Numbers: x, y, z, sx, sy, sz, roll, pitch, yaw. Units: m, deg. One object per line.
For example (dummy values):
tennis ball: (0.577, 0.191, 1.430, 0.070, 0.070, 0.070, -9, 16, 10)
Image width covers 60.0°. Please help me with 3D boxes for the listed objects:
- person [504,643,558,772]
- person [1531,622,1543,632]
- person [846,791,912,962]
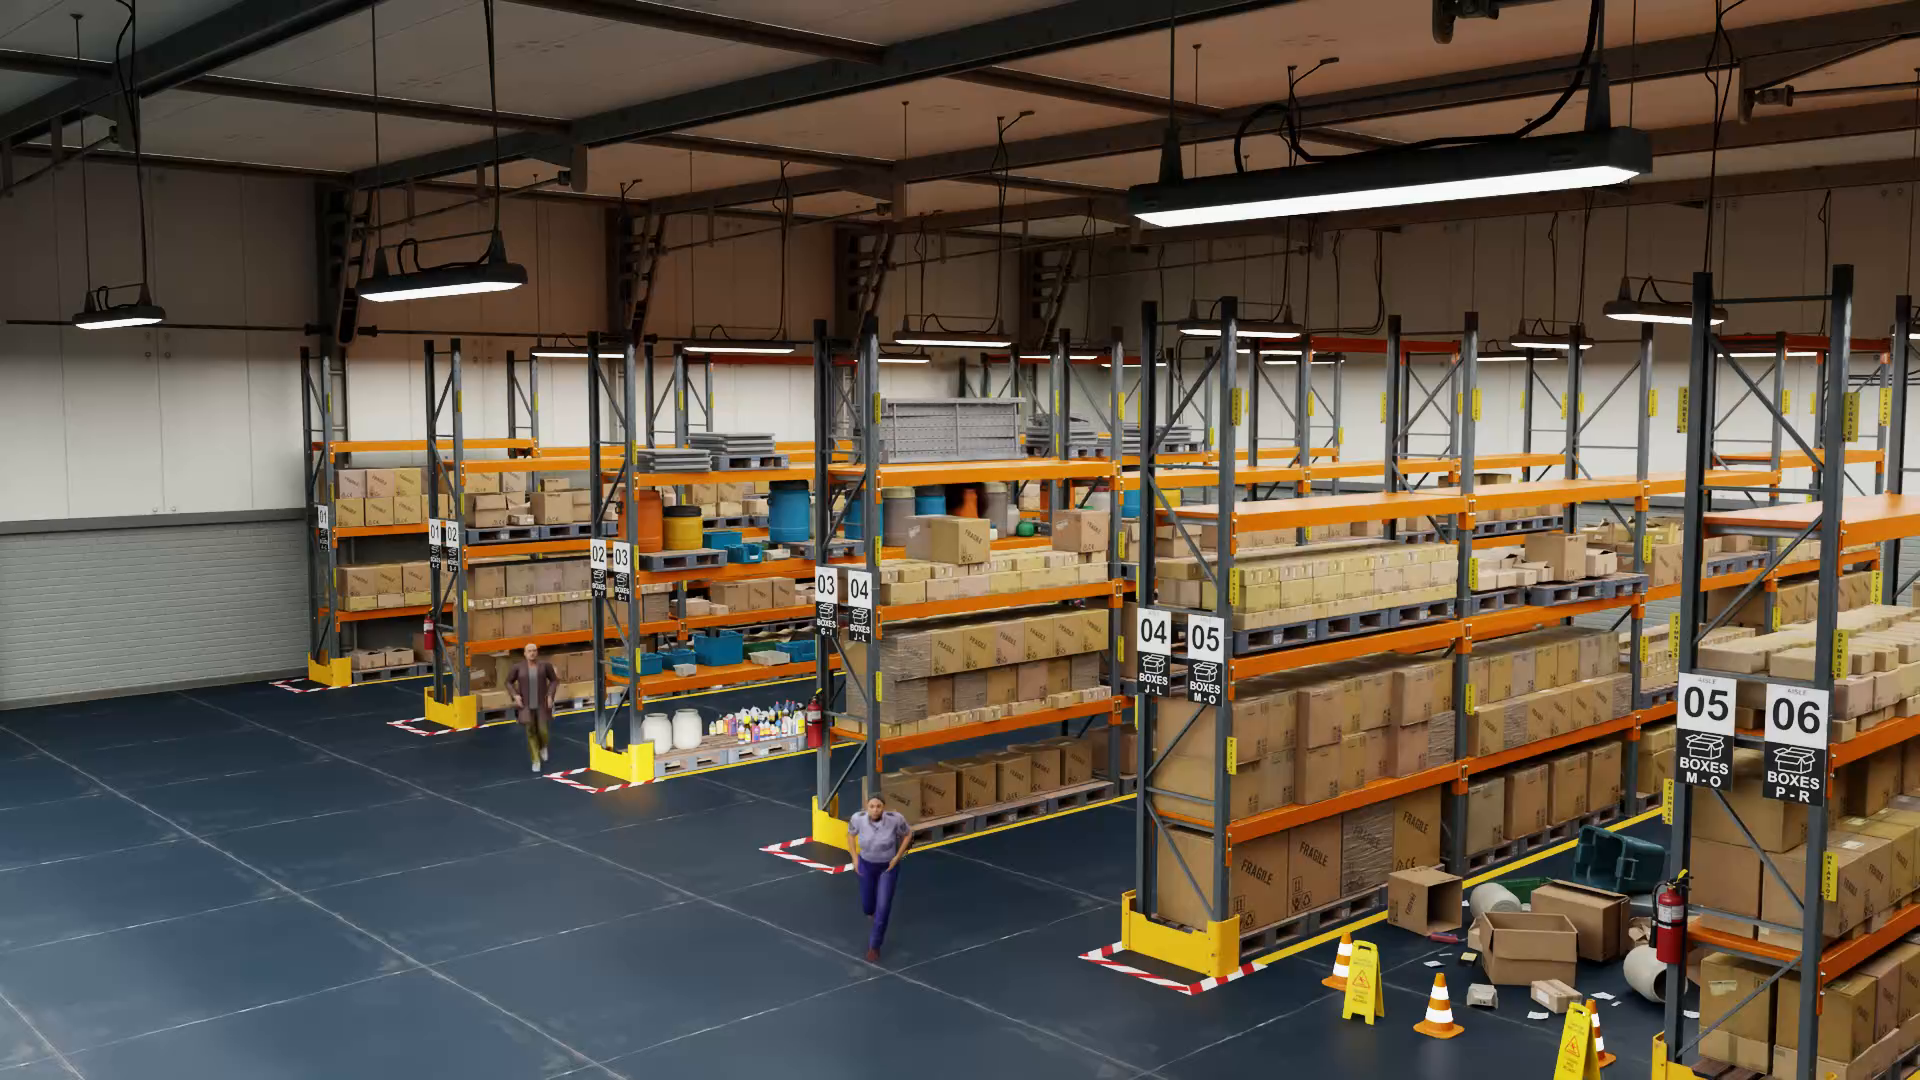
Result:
person: (-5.910, 2.283, 22.940, 0.723, 1.749, 0.647, -2, 5, -18)
person: (9.095, 2.098, 26.106, 0.565, 1.498, 0.852, 4, 7, 42)
person: (-0.746, 3.060, 15.422, 0.606, 1.589, 0.824, 0, 5, -2)
